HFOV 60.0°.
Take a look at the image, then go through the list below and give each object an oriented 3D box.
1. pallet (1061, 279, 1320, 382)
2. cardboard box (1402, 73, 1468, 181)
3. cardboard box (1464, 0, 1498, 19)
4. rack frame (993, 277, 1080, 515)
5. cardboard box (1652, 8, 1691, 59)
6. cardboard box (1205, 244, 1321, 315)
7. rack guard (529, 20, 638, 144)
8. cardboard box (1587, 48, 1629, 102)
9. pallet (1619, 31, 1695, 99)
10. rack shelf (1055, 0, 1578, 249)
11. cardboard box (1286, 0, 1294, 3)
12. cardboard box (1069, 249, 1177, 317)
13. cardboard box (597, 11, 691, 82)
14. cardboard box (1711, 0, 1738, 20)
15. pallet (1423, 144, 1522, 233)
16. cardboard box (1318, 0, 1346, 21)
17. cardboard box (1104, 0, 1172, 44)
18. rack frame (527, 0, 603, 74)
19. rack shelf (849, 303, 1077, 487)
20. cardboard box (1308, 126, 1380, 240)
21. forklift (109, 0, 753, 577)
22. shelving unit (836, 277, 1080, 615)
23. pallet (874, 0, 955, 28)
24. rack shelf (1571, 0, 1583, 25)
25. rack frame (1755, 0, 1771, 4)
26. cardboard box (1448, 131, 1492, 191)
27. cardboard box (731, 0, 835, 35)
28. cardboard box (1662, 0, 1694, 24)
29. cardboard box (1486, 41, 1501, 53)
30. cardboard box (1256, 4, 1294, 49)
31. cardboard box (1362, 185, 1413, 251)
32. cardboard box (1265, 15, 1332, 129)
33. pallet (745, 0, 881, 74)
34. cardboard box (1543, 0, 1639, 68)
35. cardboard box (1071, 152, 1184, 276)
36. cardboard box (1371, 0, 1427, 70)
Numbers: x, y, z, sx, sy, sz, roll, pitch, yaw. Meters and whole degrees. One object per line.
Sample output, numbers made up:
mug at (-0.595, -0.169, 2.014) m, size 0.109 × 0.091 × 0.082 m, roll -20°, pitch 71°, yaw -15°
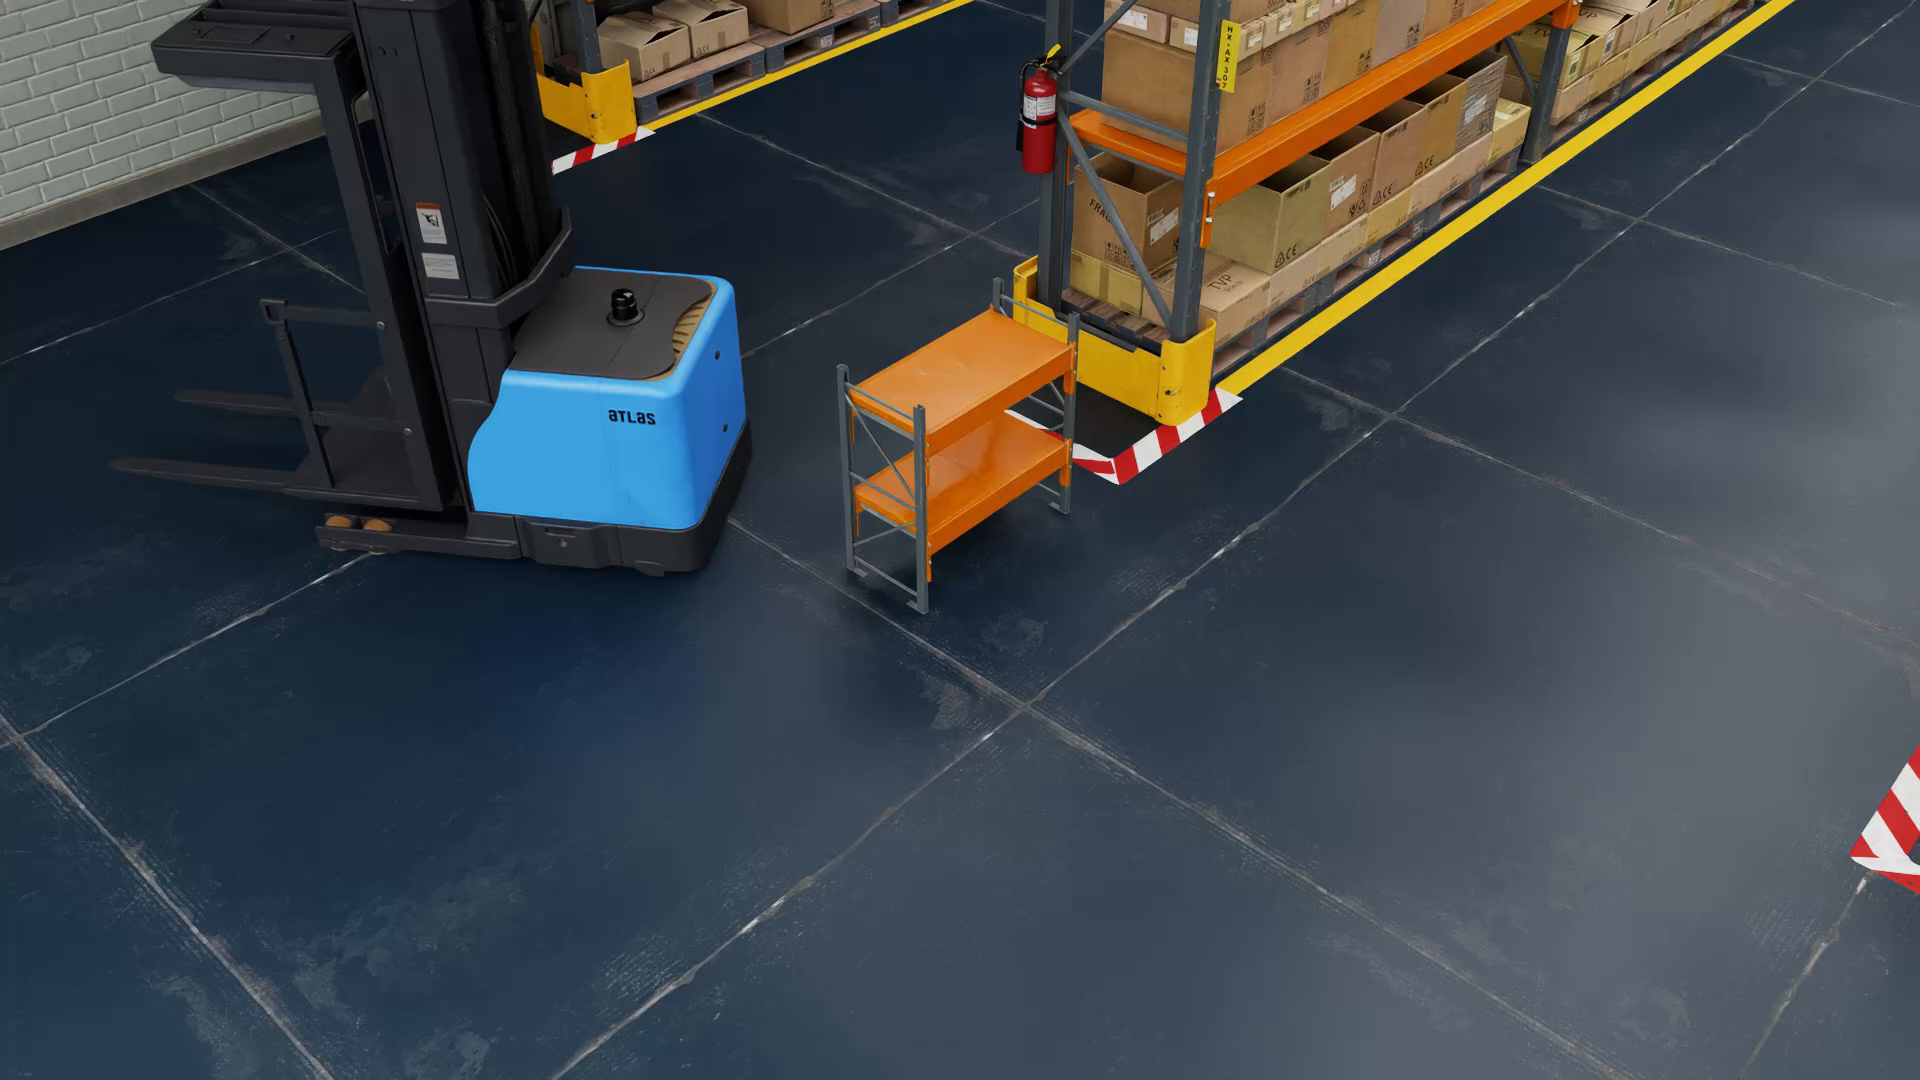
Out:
pallet at (1.315, -1.372, 9.590) m, size 1.003 × 0.211 × 1.213 m, roll 30°, pitch 47°, yaw 32°
cardboard box at (2.697, -2.553, 10.104) m, size 0.500 × 0.500 × 0.500 m, roll 30°, pitch 47°, yaw 32°
cardboard box at (2.883, -3.520, 9.970) m, size 0.700 × 0.500 × 0.500 m, roll 29°, pitch 47°, yaw 31°
rack frame at (0.348, -0.677, 7.981) m, size 0.500 × 1.125 × 0.032 m, roll 30°, pitch 47°, yaw 32°
cardboard box at (5.021, -3.809, 12.285) m, size 0.500 × 0.250 × 0.500 m, roll 31°, pitch 48°, yaw 33°
cardboard box at (1.691, -1.567, 9.466) m, size 0.500 × 0.250 × 0.500 m, roll 30°, pitch 47°, yaw 32°
rack guard at (-2.778, -3.230, 11.694) m, size 1.175 × 0.500 × 0.348 m, roll 30°, pitch 47°, yaw 32°
cardboard box at (4.330, -3.336, 11.691) m, size 0.500 × 0.250 × 0.500 m, roll 31°, pitch 48°, yaw 33°
pallet at (4.820, -3.759, 12.591) m, size 1.003 × 0.211 × 1.213 m, roll 30°, pitch 47°, yaw 32°
rack shelf at (2.180, -2.732, 9.637) m, size 1.077 × 0.370 × 4.000 m, roll 30°, pitch 47°, yaw 32°
cardboard box at (1.541, -3.119, 8.423) m, size 0.700 × 0.500 × 0.500 m, roll 28°, pitch 46°, yaw 31°
cardboard box at (0.974, -1.553, 9.449) m, size 0.500 × 0.250 × 0.500 m, roll 30°, pitch 47°, yaw 32°
cardboard box at (-2.296, -3.573, 11.924) m, size 0.500 × 0.311 × 0.500 m, roll 24°, pitch 44°, yaw 27°
cardboard box at (5.707, -4.276, 12.873) m, size 0.500 × 0.250 × 0.500 m, roll 29°, pitch 47°, yaw 31°
pallet at (2.961, -2.493, 11.000) m, size 1.003 × 0.211 × 1.213 m, roll 30°, pitch 47°, yaw 32°
cardboard box at (1.771, -2.829, 8.580) m, size 0.380 × 0.149 × 0.250 m, roll 29°, pitch 47°, yaw 31°
cardboard box at (0.947, -2.643, 8.346) m, size 0.380 × 0.149 × 0.250 m, roll 29°, pitch 47°, yaw 31°
rack frame at (-2.829, -4.173, 10.872) m, size 1.000 × 3.000 × 0.127 m, roll 30°, pitch 47°, yaw 32°
rack shelf at (0.005, -0.672, 7.505) m, size 0.538 × 0.278 × 1.000 m, roll 30°, pitch 47°, yaw 32°
cardboard box at (2.020, -2.095, 9.528) m, size 0.500 × 0.500 × 0.500 m, roll 30°, pitch 47°, yaw 32°
forklift at (-2.617, -1.396, 7.435) m, size 3.031 × 2.935 × 1.130 m, roll 5°, pitch 39°, yaw 7°
shelving unit at (0.005, -0.443, 7.687) m, size 0.538 × 1.125 × 1.048 m, roll 30°, pitch 47°, yaw 32°
pallet at (-0.557, -4.596, 13.644) m, size 1.003 × 0.211 × 1.213 m, roll 30°, pitch 47°, yaw 32°
rack shelf at (4.878, -4.570, 11.948) m, size 1.077 × 0.370 × 4.000 m, roll 30°, pitch 47°, yaw 32°
rack frame at (6.227, -5.770, 12.880) m, size 1.000 × 3.000 × 0.127 m, roll 30°, pitch 47°, yaw 32°
cardboard box at (3.033, -2.490, 10.627) m, size 0.500 × 0.250 × 0.500 m, roll 30°, pitch 47°, yaw 32°
cardboard box at (-1.379, -4.225, 12.592) m, size 0.700 × 0.500 × 0.500 m, roll 27°, pitch 46°, yaw 29°
cardboard box at (5.028, -4.032, 12.116) m, size 0.500 × 0.311 × 0.500 m, roll 31°, pitch 48°, yaw 33°
cardboard box at (3.590, -3.547, 11.505) m, size 0.500 × 0.311 × 0.500 m, roll 30°, pitch 47°, yaw 32°
cardboard box at (1.430, -2.600, 8.292) m, size 0.380 × 0.149 × 0.250 m, roll 28°, pitch 46°, yaw 31°
cardboard box at (2.369, -2.024, 10.041) m, size 0.500 × 0.250 × 0.500 m, roll 30°, pitch 47°, yaw 32°
cardboard box at (1.505, -2.586, 8.796) m, size 0.700 × 0.500 × 0.500 m, roll 31°, pitch 48°, yaw 33°
pallet at (-1.380, -4.033, 12.936) m, size 1.003 × 0.211 × 1.213 m, roll 30°, pitch 47°, yaw 32°
cardboard box at (4.333, -3.553, 11.513) m, size 0.500 × 0.311 × 0.500 m, roll 29°, pitch 47°, yaw 31°
cardboard box at (0.972, -1.848, 9.217) m, size 0.500 × 0.500 × 0.500 m, roll 30°, pitch 47°, yaw 32°
cardboard box at (2.197, -3.055, 9.386) m, size 0.700 × 0.500 × 0.500 m, roll 31°, pitch 48°, yaw 33°
